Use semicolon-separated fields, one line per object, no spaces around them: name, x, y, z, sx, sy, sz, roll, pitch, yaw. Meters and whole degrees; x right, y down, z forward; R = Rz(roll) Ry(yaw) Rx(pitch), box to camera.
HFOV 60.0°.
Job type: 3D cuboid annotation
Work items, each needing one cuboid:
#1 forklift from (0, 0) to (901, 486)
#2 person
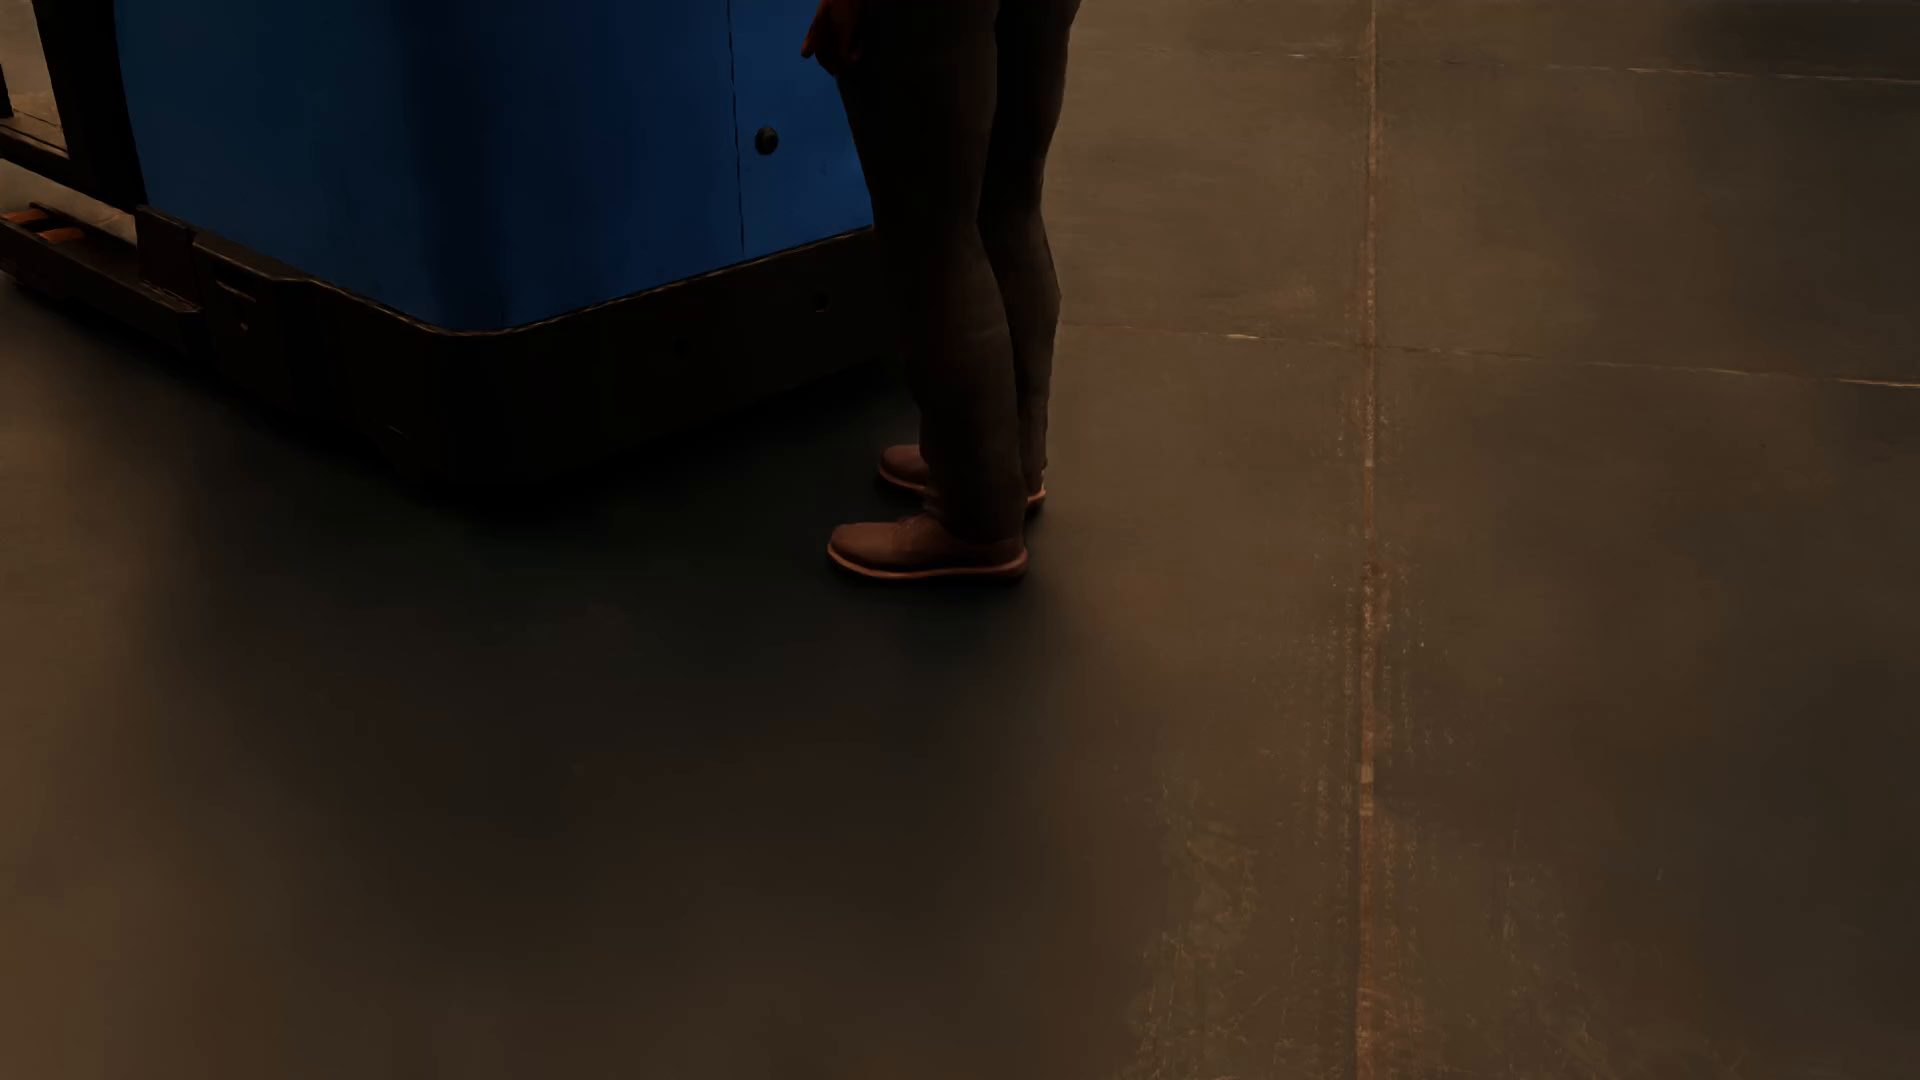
forklift;-1.450;-1.943;3.097;3.031;2.935;1.130;23;35;37
person;-0.040;-0.750;2.153;0.417;1.661;0.439;23;35;38
